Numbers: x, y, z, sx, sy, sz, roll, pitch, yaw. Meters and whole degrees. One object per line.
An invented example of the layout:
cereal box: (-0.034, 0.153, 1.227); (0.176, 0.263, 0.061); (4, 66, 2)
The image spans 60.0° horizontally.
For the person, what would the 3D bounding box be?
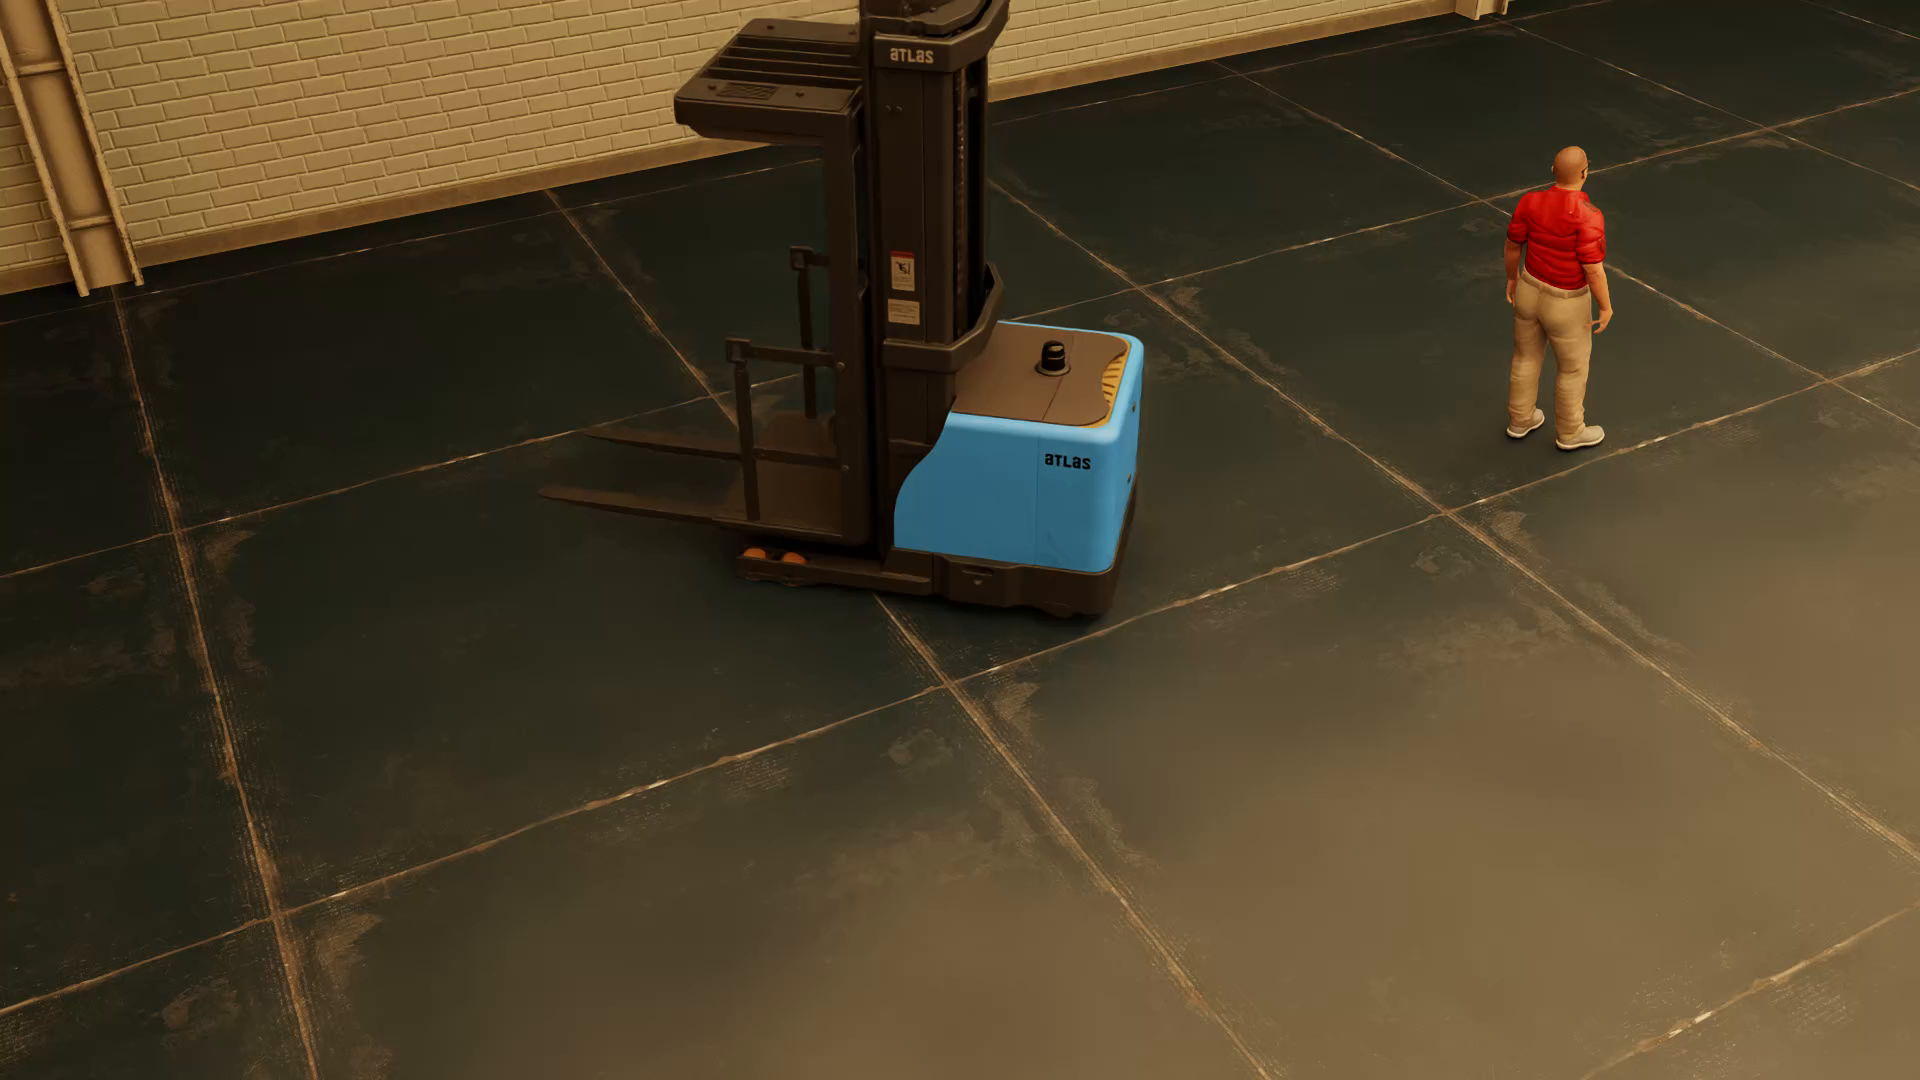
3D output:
person: (3.278, -1.326, 9.027); (0.551, 1.727, 0.640); (-25, 42, -31)

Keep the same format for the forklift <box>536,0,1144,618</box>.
forklift: (-0.649, -1.253, 7.896); (3.031, 2.935, 1.130); (7, 36, 10)
